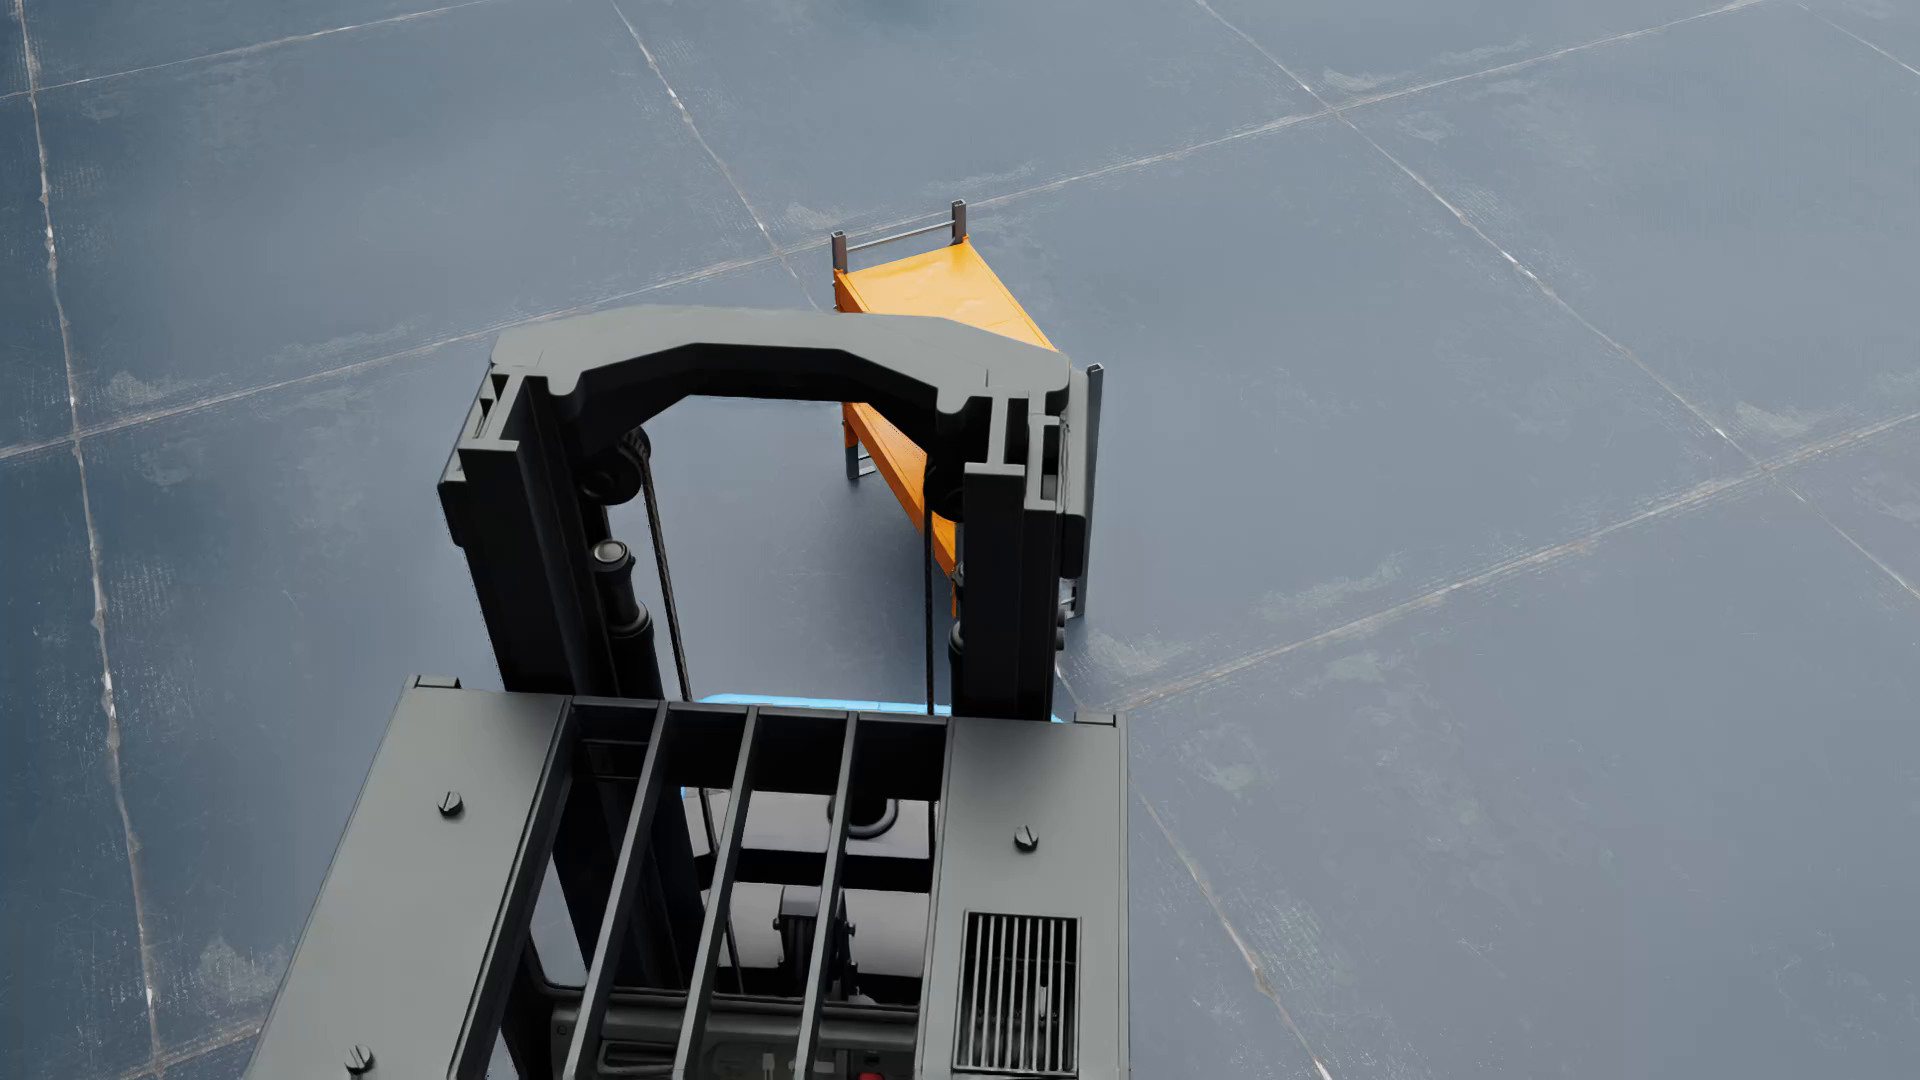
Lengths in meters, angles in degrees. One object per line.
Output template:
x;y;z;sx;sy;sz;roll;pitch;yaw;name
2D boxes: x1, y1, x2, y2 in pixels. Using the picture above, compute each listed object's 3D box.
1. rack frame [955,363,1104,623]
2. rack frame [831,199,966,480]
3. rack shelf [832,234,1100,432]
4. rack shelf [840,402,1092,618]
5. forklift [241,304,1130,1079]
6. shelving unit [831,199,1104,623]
0.217;-0.072;5.522;0.500;1.125;0.032;-18;47;-17;rack frame
-0.211;-0.720;6.179;0.500;1.125;0.032;-18;47;-17;rack frame
0.003;-0.604;5.645;0.538;0.278;1.000;-18;47;-17;rack shelf
0.003;-0.222;6.022;0.538;0.278;1.000;-18;47;-17;rack shelf
-0.314;1.174;2.974;1.130;2.935;3.031;3;45;3;forklift
0.003;-0.396;5.851;0.538;1.125;1.048;-18;47;-17;shelving unit
